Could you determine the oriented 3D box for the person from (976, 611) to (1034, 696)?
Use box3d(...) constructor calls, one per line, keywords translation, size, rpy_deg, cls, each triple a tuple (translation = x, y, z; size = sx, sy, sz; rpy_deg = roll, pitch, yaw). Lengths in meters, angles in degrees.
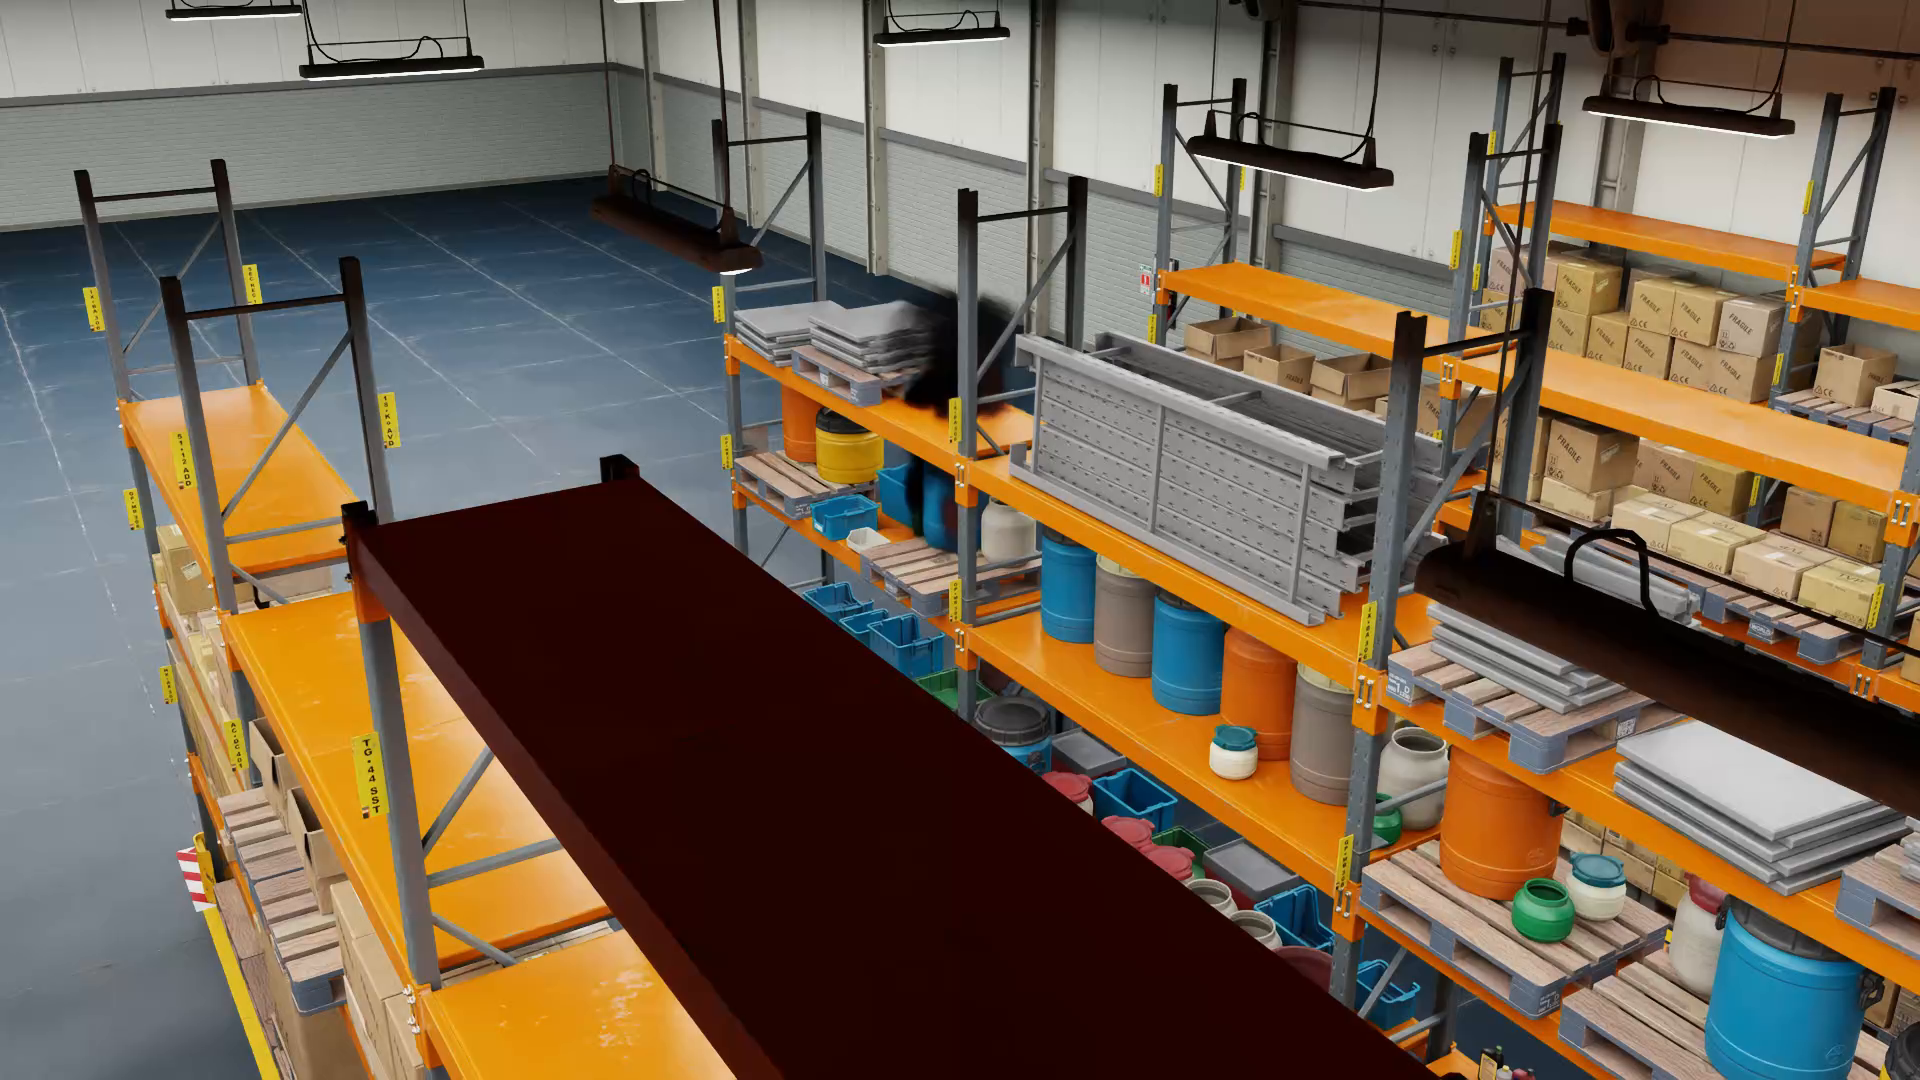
box3d(translation=(0.423, 1.208, 16.127), size=(0.748, 1.780, 0.807), rpy_deg=(-12, 25, -27), cls="person")
